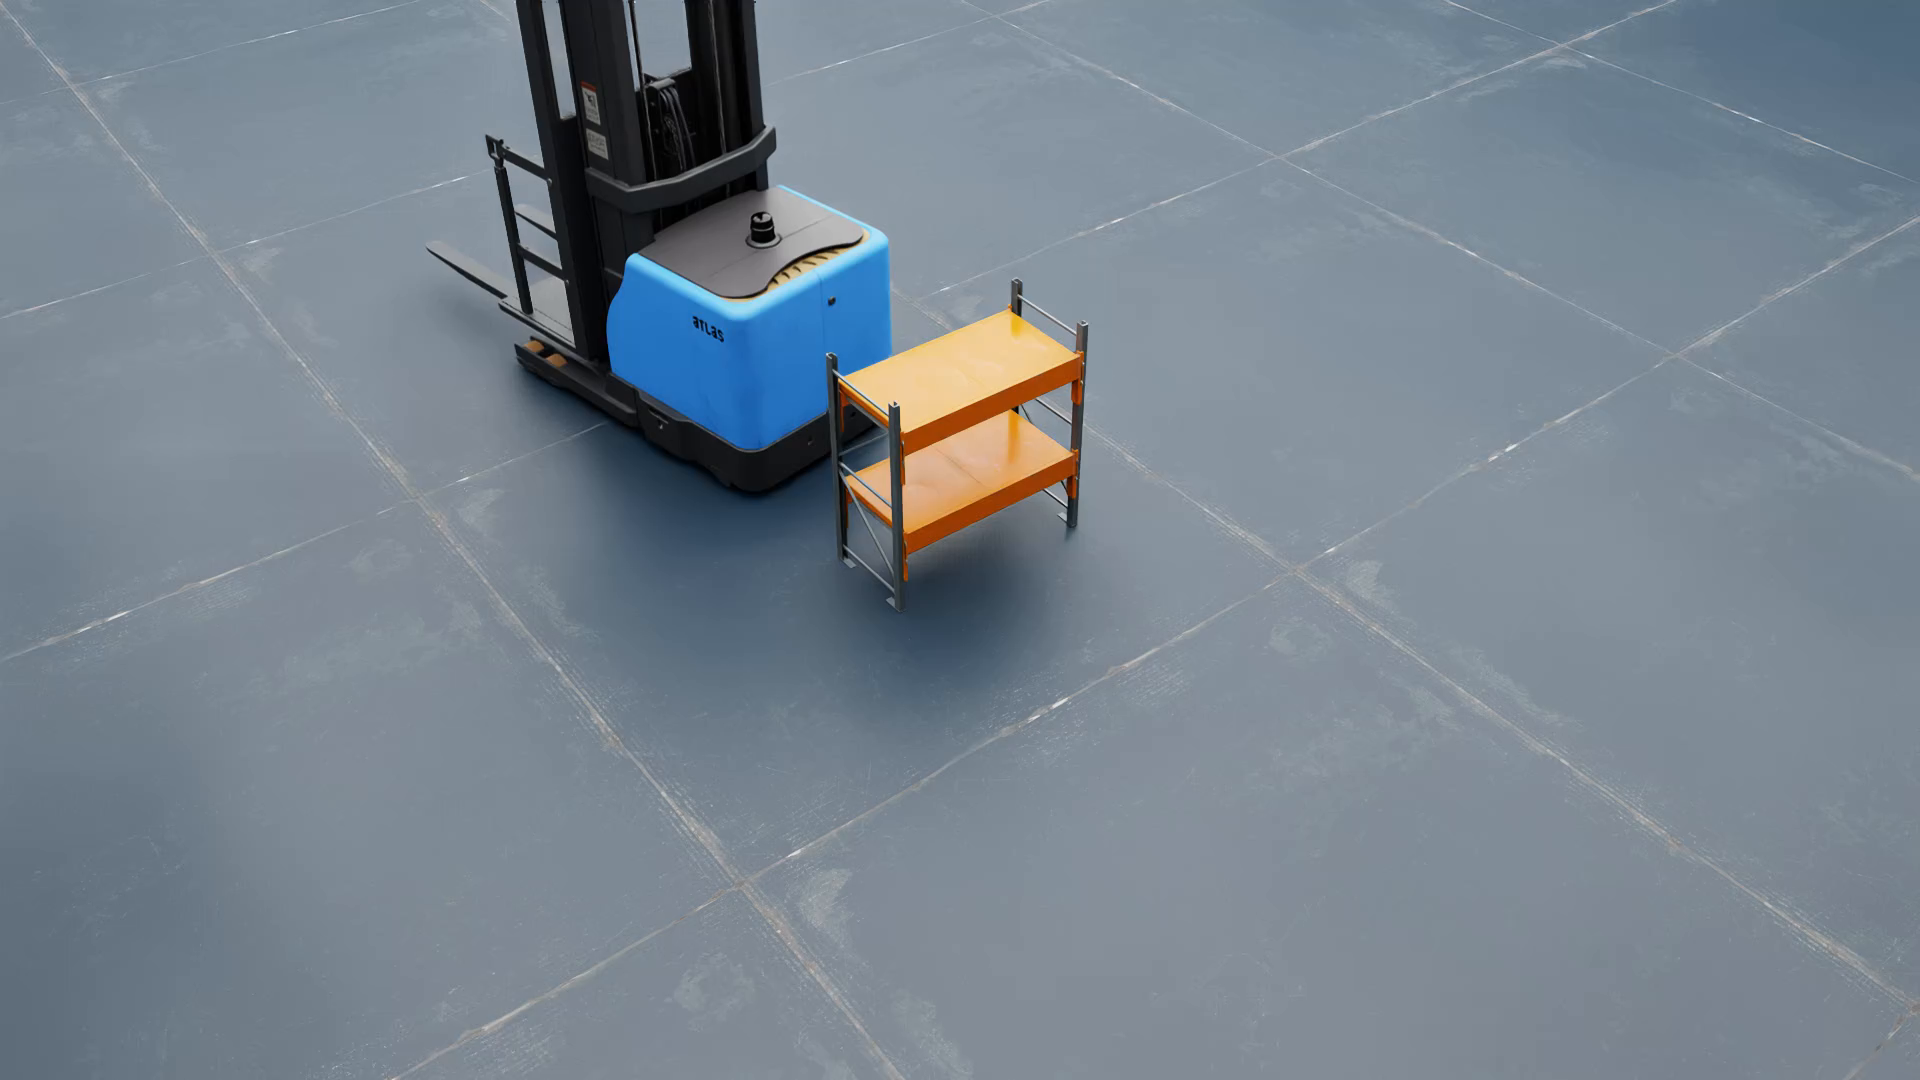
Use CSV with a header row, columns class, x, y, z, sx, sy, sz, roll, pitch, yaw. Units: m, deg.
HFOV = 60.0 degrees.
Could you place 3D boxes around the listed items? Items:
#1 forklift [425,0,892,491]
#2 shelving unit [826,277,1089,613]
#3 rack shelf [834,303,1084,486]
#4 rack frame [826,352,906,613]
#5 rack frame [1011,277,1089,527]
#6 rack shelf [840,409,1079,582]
class,x,y,z,sx,sy,sz,roll,pitch,yaw
forklift,-1.754,-2.177,8.227,3.031,2.935,1.130,30,48,31
shelving unit,-0.005,-0.432,7.524,1.048,1.125,0.538,-26,46,-28
rack shelf,-0.005,-0.659,7.338,1.000,0.278,0.538,-26,46,-28
rack frame,-0.408,-0.236,7.284,0.032,1.125,0.500,-26,46,-28
rack frame,0.398,-0.629,7.763,0.032,1.125,0.500,-26,46,-28
rack shelf,-0.005,-0.243,7.679,1.000,0.278,0.538,-26,46,-28
